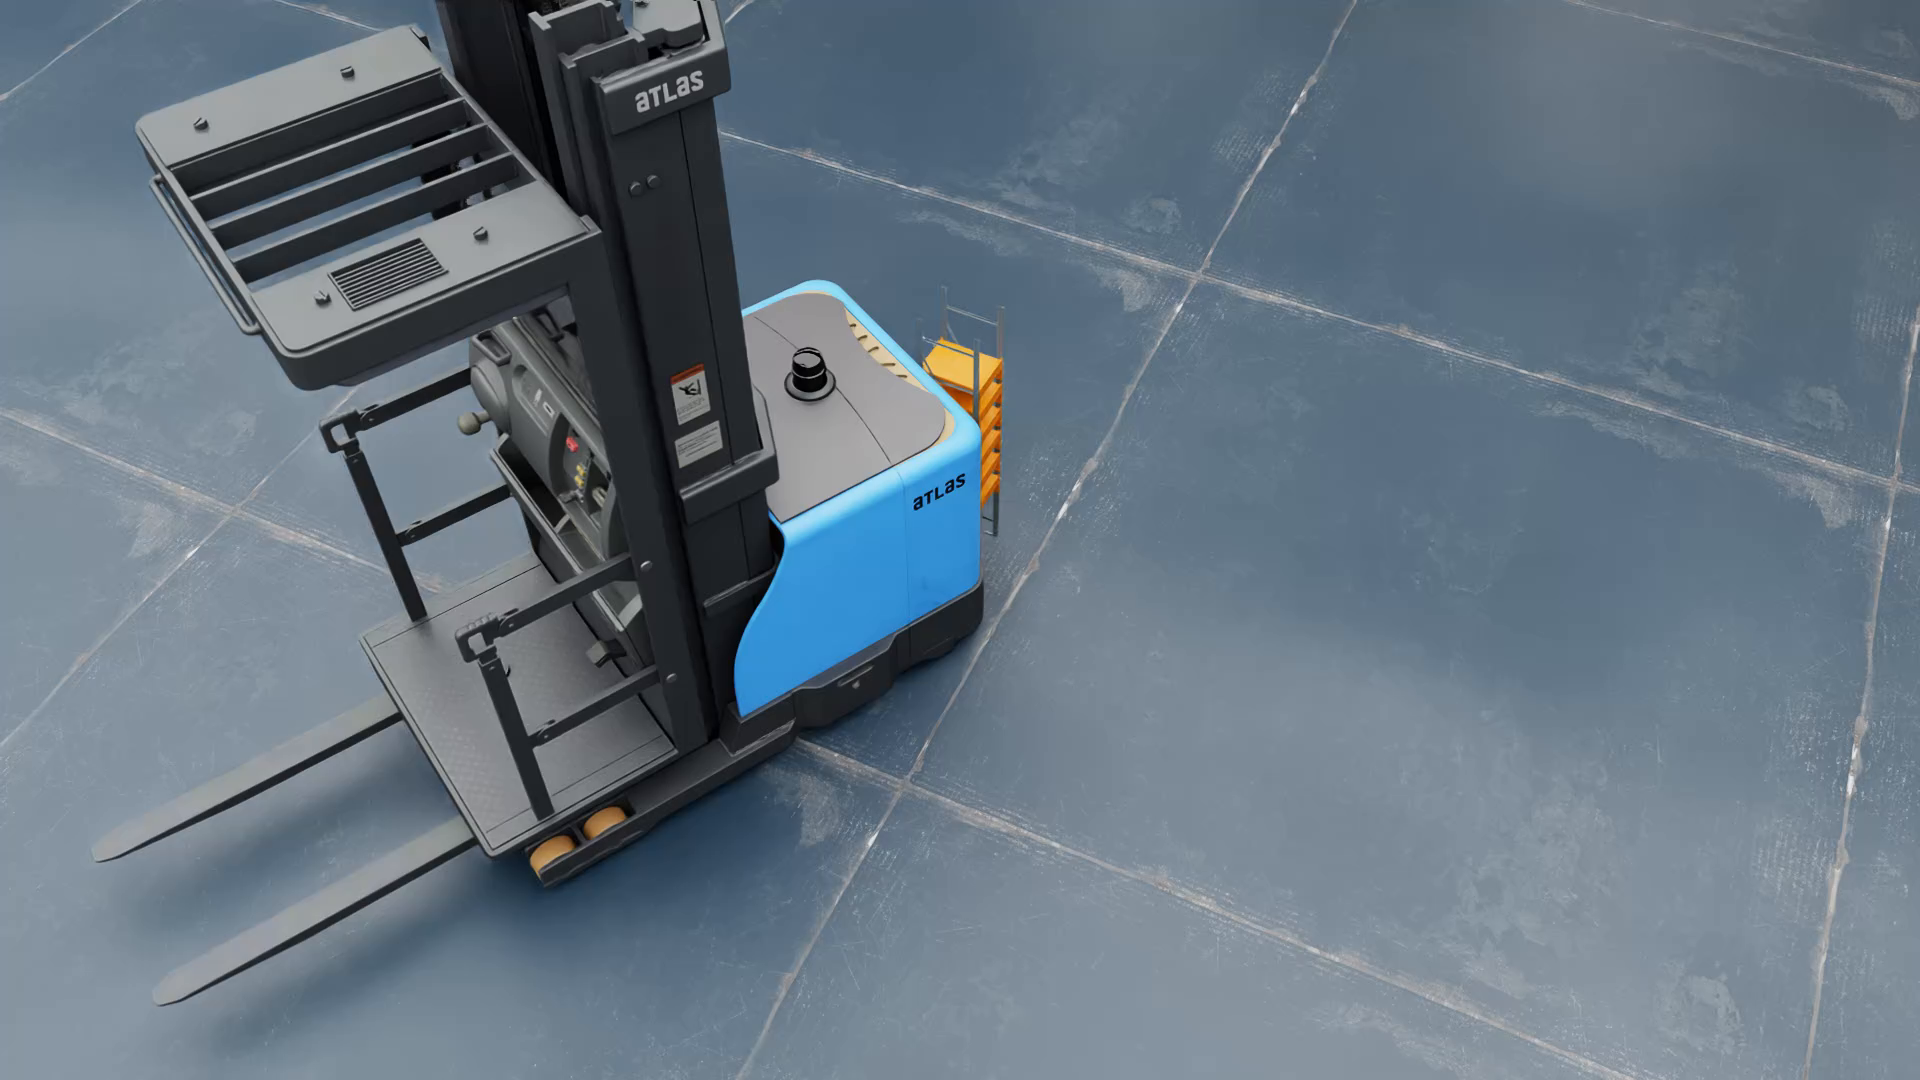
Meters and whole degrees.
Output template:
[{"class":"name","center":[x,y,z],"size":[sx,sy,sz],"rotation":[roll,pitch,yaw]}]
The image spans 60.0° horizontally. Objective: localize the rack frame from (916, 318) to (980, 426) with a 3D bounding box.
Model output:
[{"class":"rack frame","center":[-0.041,-0.319,6.049],"size":[0.240,1.200,0.006],"rotation":[21,53,17]}]

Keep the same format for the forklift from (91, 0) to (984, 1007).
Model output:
[{"class":"forklift","center":[-1.408,-0.262,4.863],"size":[3.031,2.935,1.130],"rotation":[-29,55,-22]}]

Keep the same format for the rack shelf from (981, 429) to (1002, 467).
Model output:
[{"class":"rack shelf","center":[0.001,-0.353,6.135],"size":[0.258,0.103,0.180],"rotation":[21,53,17]}]

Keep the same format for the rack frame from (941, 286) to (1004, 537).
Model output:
[{"class":"rack frame","center":[0.043,-0.443,6.154],"size":[0.240,1.200,0.006],"rotation":[21,53,17]}]

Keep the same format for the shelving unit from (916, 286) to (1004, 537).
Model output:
[{"class":"shelving unit","center":[0.001,-0.381,6.102],"size":[0.258,1.200,0.189],"rotation":[21,53,17]}]

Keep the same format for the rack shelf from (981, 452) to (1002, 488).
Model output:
[{"class":"rack shelf","center":[0.001,-0.275,6.227],"size":[0.258,0.103,0.180],"rotation":[21,53,17]}]

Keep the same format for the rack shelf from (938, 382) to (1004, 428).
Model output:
[{"class":"rack shelf","center":[0.001,-0.508,5.953],"size":[0.258,0.103,0.180],"rotation":[21,53,17]}]

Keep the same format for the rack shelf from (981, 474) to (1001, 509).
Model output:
[{"class":"rack shelf","center":[0.001,-0.197,6.318],"size":[0.258,0.103,0.180],"rotation":[21,53,17]}]

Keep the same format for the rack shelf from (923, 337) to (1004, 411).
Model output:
[{"class":"rack shelf","center":[0.001,-0.586,5.861],"size":[0.258,0.103,0.180],"rotation":[21,53,17]}]

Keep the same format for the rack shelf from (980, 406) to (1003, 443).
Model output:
[{"class":"rack shelf","center":[0.001,-0.430,6.044],"size":[0.258,0.103,0.180],"rotation":[21,53,17]}]
